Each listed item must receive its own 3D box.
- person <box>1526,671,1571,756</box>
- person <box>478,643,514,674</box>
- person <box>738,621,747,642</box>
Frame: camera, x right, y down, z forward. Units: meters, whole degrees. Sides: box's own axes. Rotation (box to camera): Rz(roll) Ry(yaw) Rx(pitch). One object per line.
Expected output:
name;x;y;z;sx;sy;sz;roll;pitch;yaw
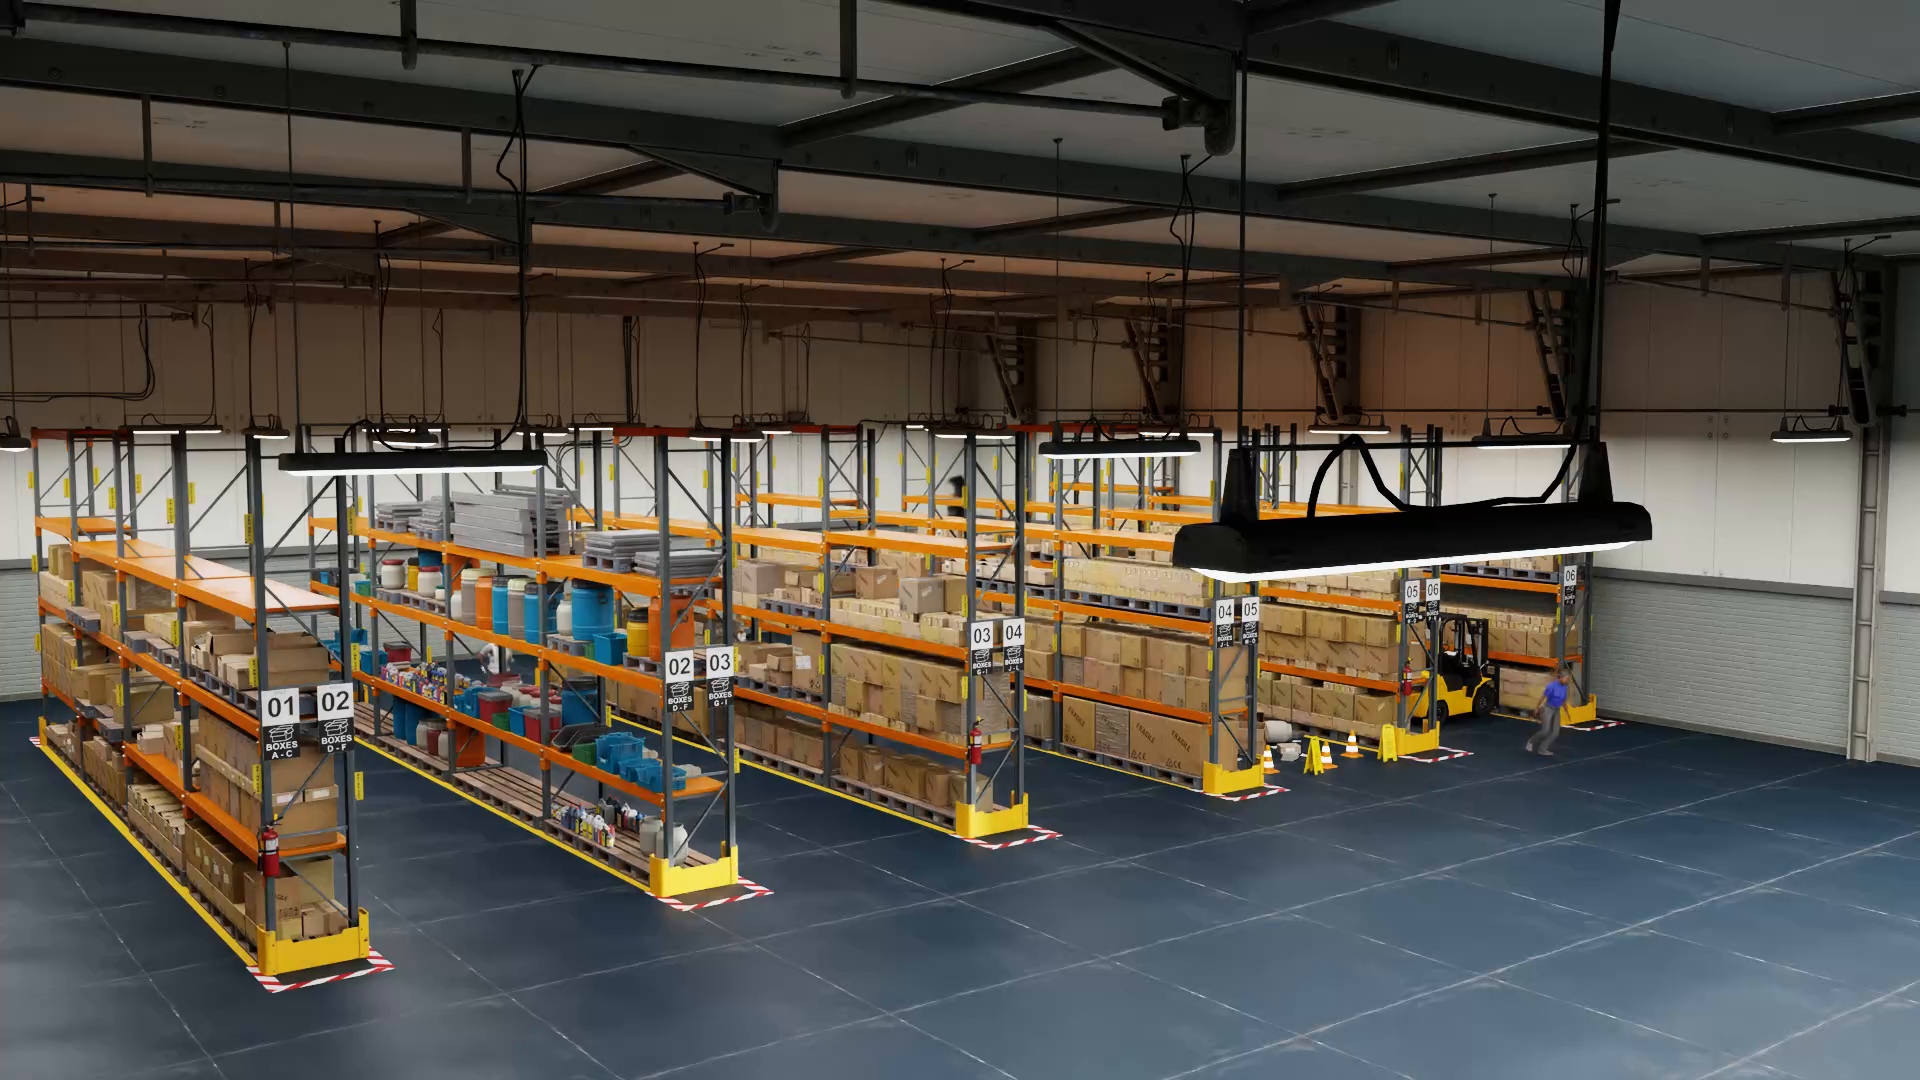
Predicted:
person;10.769;3.154;30.394;0.720;1.570;0.612;-2;5;-28
person;-9.513;2.746;34.376;0.709;1.793;0.676;4;6;40
person;-5.032;2.601;37.220;0.719;1.646;0.614;4;6;41
